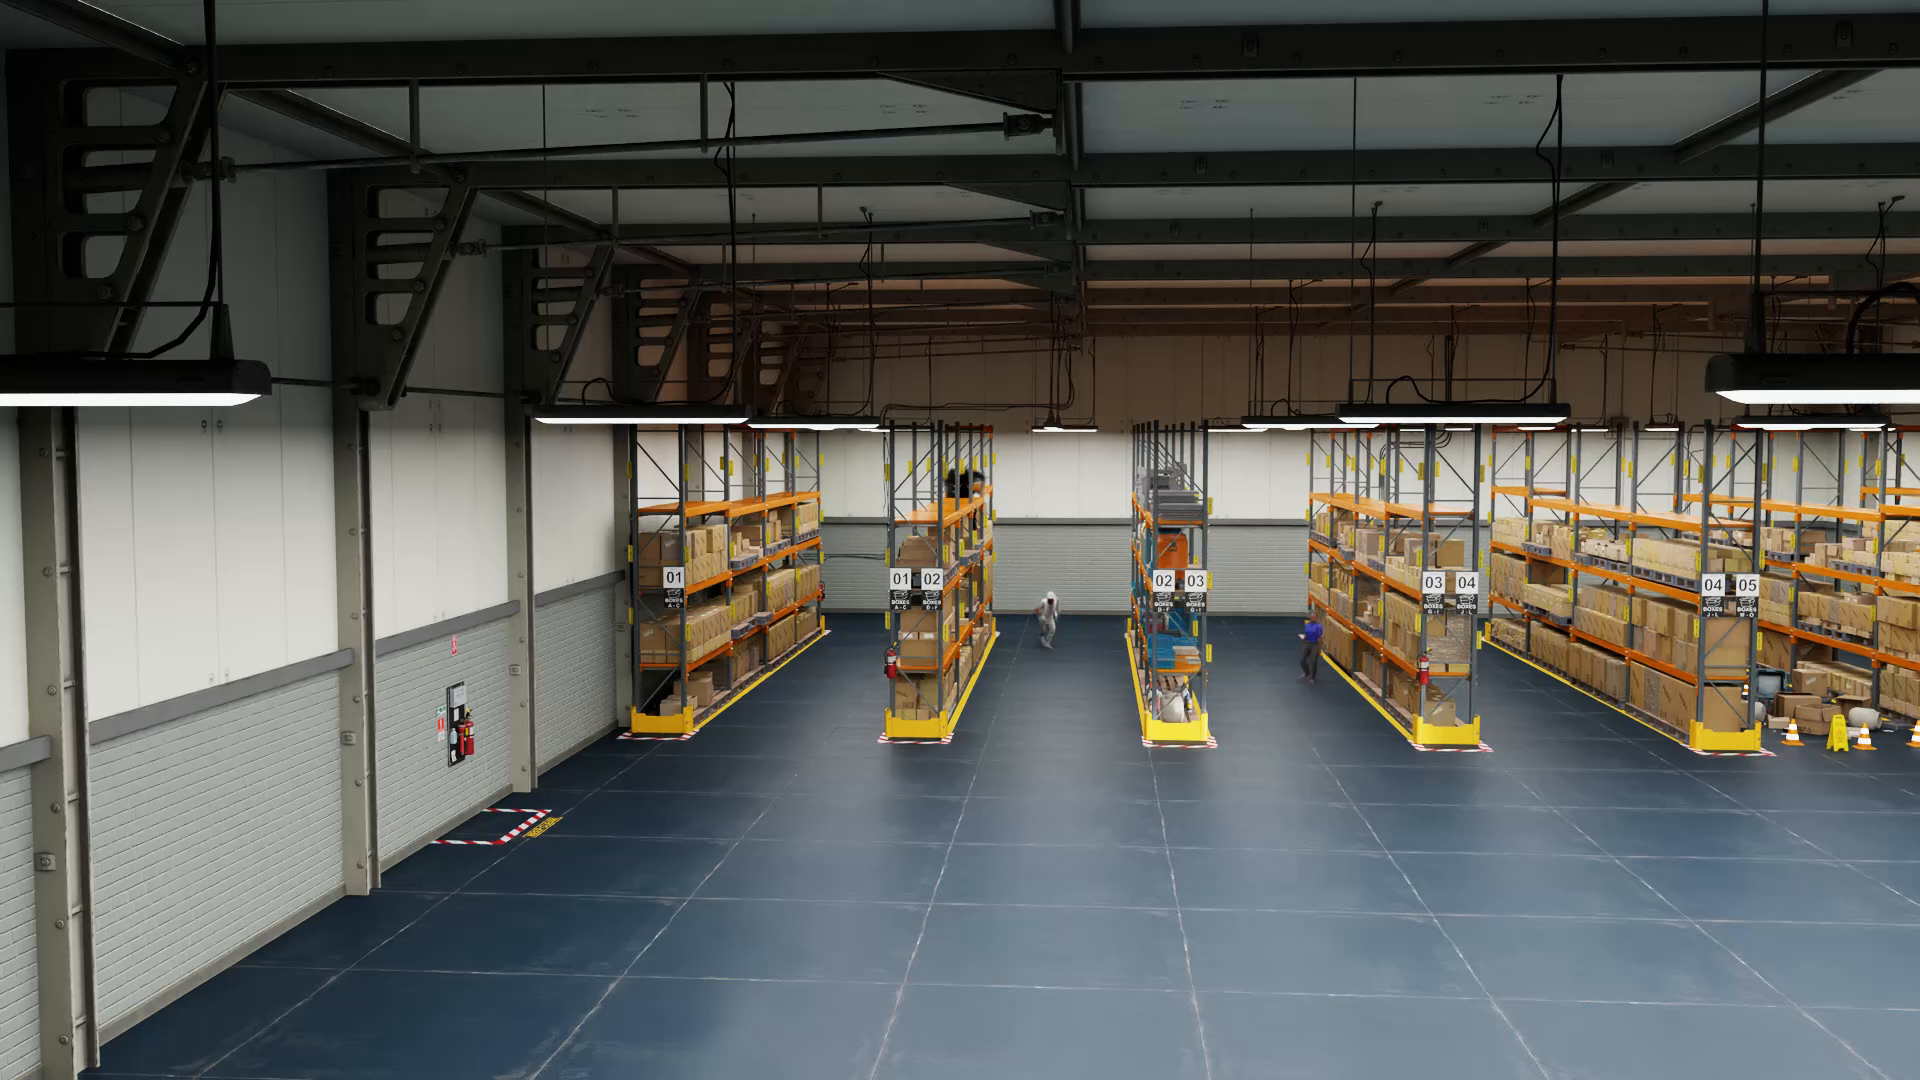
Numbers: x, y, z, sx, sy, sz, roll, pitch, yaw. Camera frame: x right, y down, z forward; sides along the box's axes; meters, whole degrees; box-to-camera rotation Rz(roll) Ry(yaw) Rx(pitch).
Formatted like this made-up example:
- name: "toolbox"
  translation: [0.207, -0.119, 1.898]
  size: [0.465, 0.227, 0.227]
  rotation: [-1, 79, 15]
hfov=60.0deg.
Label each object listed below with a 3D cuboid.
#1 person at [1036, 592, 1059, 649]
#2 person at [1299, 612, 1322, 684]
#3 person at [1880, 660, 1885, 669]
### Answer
- name: "person"
  translation: [2.300, 2.133, 44.715]
  size: [0.680, 1.563, 1.174]
  rotation: [-1, 4, -18]
- name: "person"
  translation: [8.095, 2.483, 38.335]
  size: [0.582, 1.682, 0.447]
  rotation: [3, 4, 36]
- name: "person"
  translation: [22.512, 2.271, 40.170]
  size: [0.691, 1.752, 1.063]
  rotation: [-1, 4, -9]
